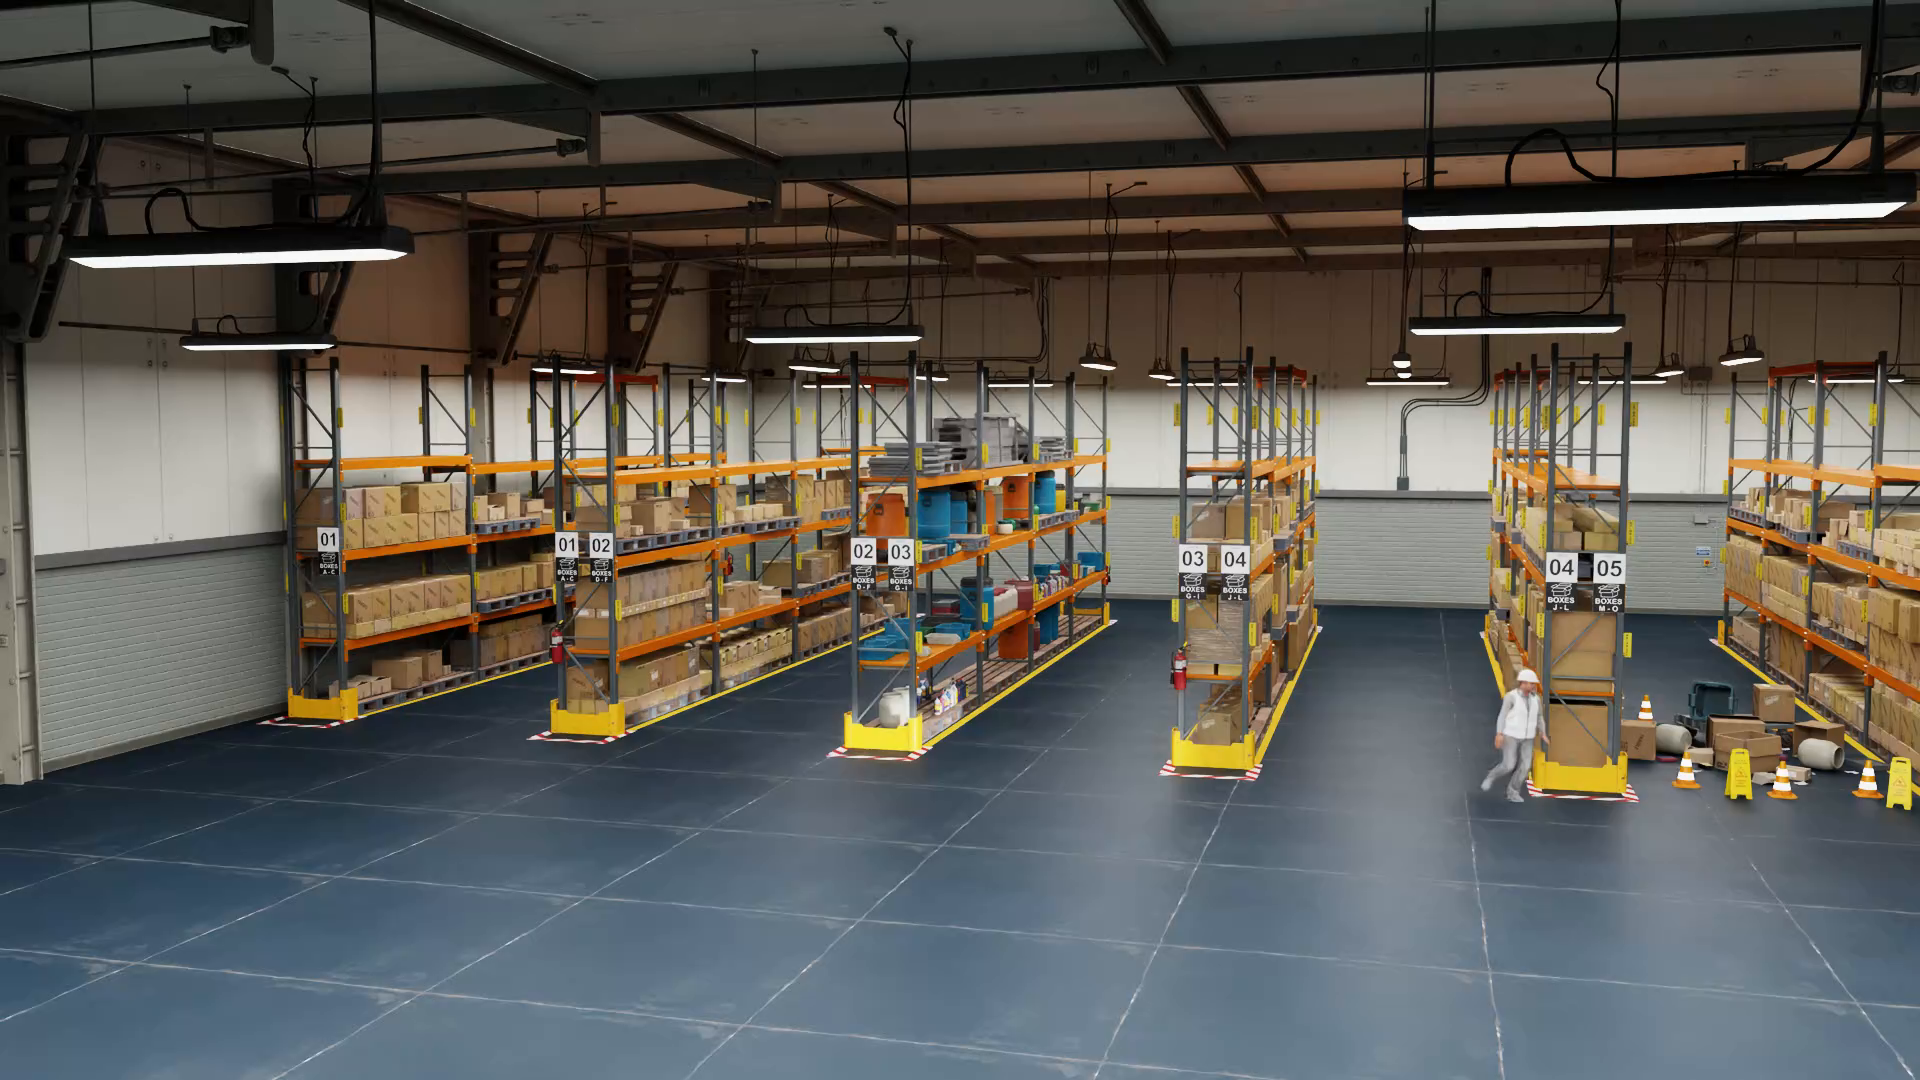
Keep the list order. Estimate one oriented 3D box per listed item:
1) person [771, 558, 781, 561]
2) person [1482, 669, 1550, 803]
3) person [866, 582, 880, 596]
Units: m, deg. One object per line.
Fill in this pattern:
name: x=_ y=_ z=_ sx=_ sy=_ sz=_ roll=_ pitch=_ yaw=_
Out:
person: x=-4.376 y=1.250 z=39.987 sx=0.588 sy=1.665 sz=0.957 roll=0 pitch=4 yaw=-1
person: x=7.247 y=2.535 z=21.689 sx=0.720 sy=1.738 sz=0.602 roll=-1 pitch=4 yaw=-15
person: x=-2.245 y=1.006 z=43.352 sx=0.721 sy=1.668 sz=0.731 roll=-4 pitch=6 yaw=-41
